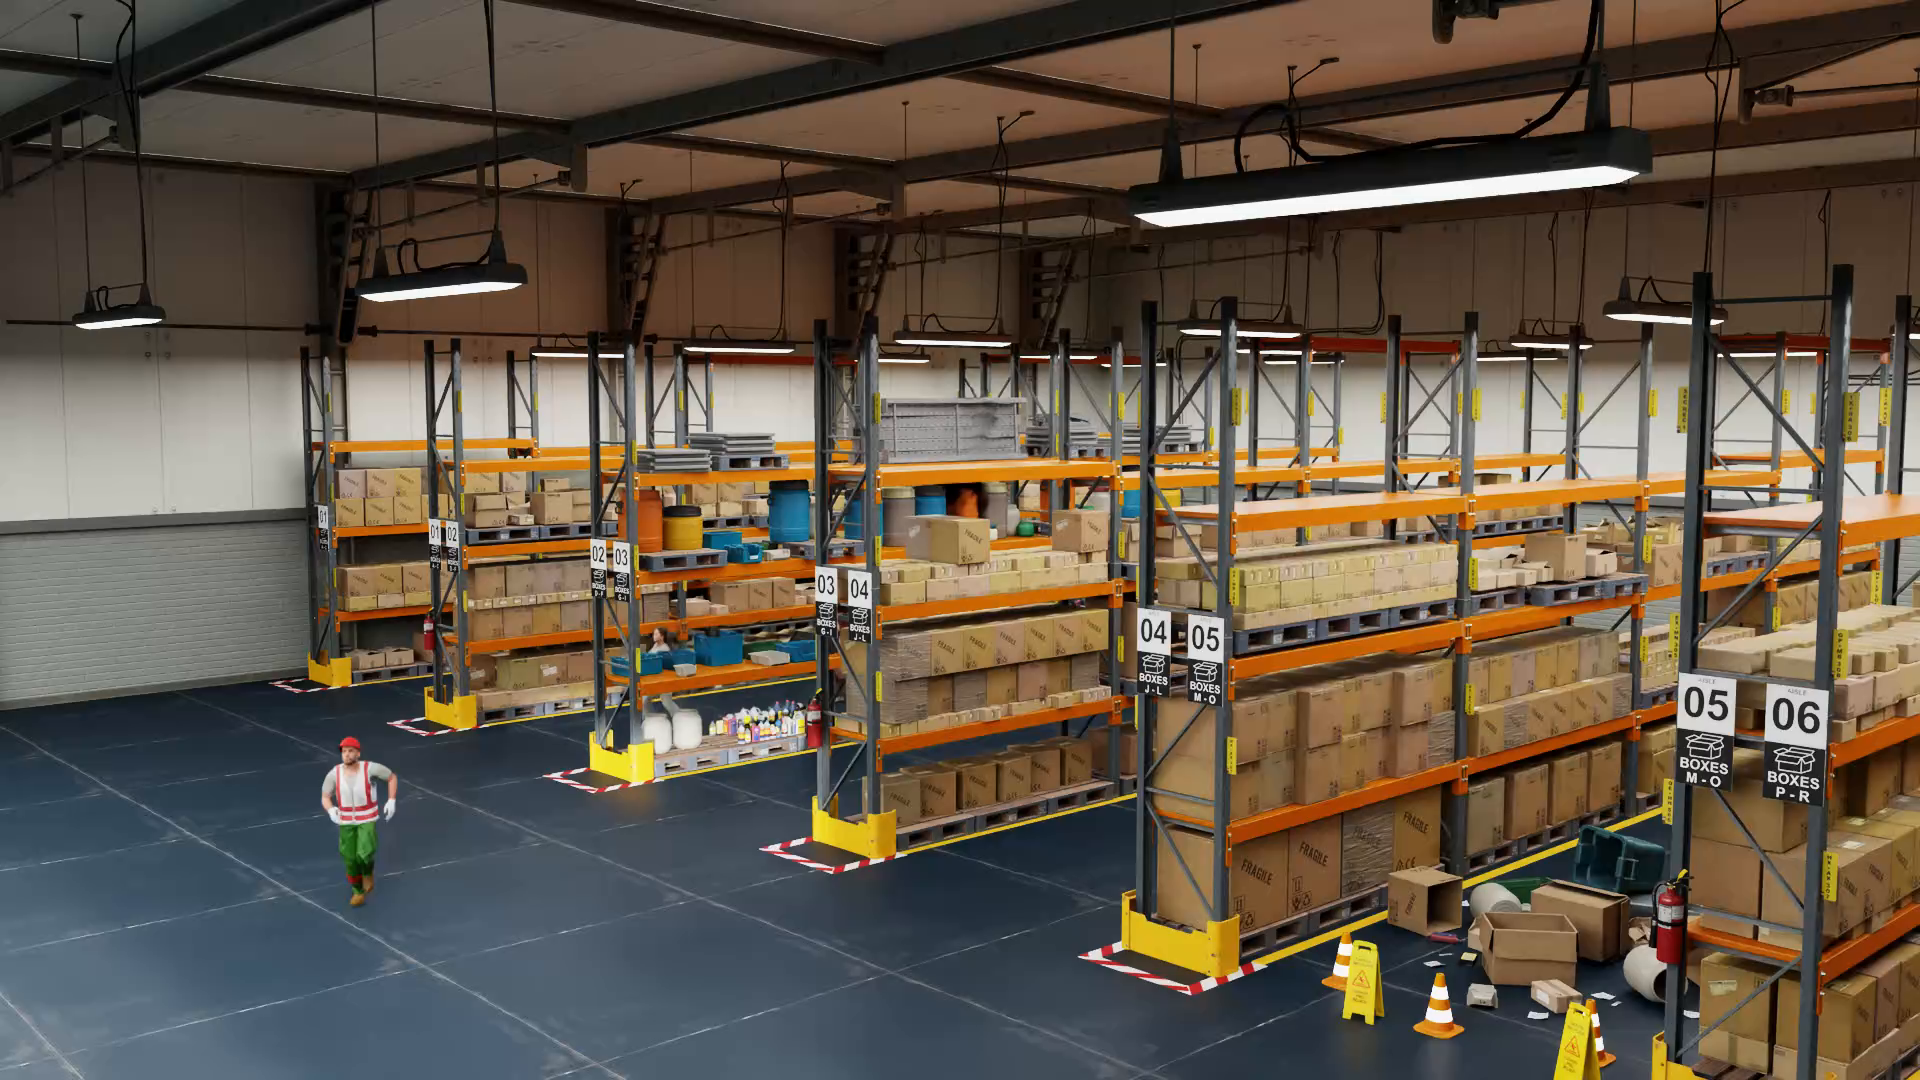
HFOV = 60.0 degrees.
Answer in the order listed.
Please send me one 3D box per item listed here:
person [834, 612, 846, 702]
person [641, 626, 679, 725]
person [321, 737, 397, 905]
[{"bbox_3d":[-2.033,1.900,27.889,0.577,1.621,0.562,4,6,37],"label":"person"},{"bbox_3d":[-4.475,2.132,24.854,0.840,1.710,0.543,-5,7,-44],"label":"person"},{"bbox_3d":[-6.028,2.832,16.646,0.693,1.737,0.699,-1,5,-7],"label":"person"}]
